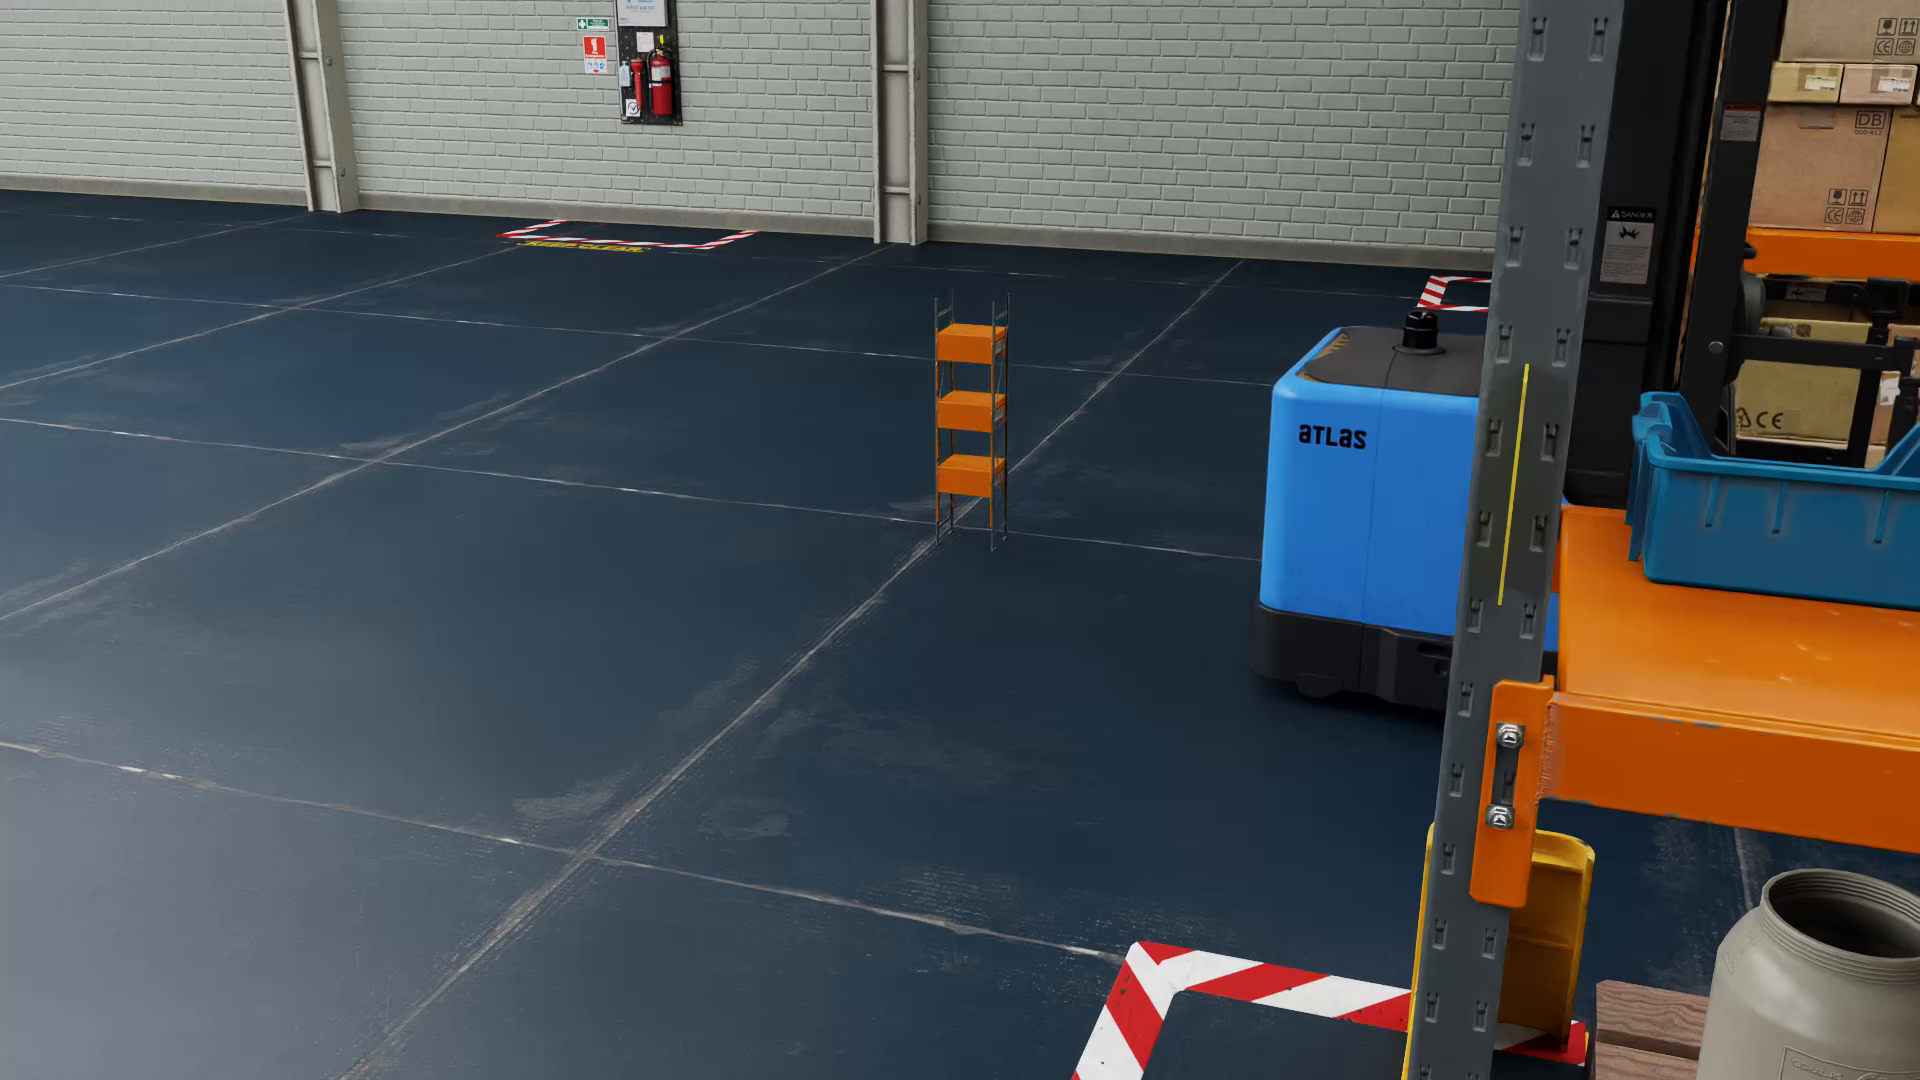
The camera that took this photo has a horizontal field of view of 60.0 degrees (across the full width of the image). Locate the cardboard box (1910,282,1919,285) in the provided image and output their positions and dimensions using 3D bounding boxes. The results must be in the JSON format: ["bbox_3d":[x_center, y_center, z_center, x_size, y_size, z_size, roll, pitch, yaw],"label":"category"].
[{"bbox_3d":[6.481,-1.804,11.359,0.250,0.149,0.380,5,20,14],"label":"cardboard box"}]

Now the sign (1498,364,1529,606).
[{"bbox_3d":[0.771,-0.076,2.316,0.005,0.325,0.100,7,20,18],"label":"sign"}]

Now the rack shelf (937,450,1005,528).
[{"bbox_3d":[0.051,-0.218,6.982,0.240,0.259,0.215,7,20,18],"label":"rack shelf"}]

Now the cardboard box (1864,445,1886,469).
[{"bbox_3d":[3.964,-0.321,6.980,0.500,0.250,0.500,7,20,18],"label":"cardboard box"}]

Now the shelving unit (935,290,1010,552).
[{"bbox_3d":[0.051,-0.490,6.887,0.252,1.050,0.215,7,20,18],"label":"shelving unit"}]

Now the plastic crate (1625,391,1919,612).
[{"bbox_3d":[1.526,-0.084,2.987,0.616,0.251,0.499,7,20,18],"label":"plastic crate"}]

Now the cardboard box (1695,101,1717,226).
[{"bbox_3d":[3.021,-1.648,7.096,0.500,0.500,0.700,7,20,18],"label":"cardboard box"}]

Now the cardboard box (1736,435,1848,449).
[{"bbox_3d":[3.491,-0.375,7.135,0.500,0.250,0.500,7,20,18],"label":"cardboard box"}]

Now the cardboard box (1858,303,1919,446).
[{"bbox_3d":[3.967,-0.679,6.867,0.500,0.500,0.500,7,20,18],"label":"cardboard box"}]

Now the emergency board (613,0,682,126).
[{"bbox_3d":[-2.838,-4.316,14.902,0.643,1.169,0.194,7,20,18],"label":"emergency board"}]

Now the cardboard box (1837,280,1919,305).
[{"bbox_3d":[4.138,-0.841,7.331,0.500,0.500,0.500,7,20,18],"label":"cardboard box"}]

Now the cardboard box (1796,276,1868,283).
[{"bbox_3d":[6.046,-1.964,11.284,0.500,0.500,0.700,5,20,15],"label":"cardboard box"}]

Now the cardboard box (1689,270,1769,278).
[{"bbox_3d":[5.369,-1.970,11.587,0.500,0.311,0.500,8,21,23],"label":"cardboard box"}]

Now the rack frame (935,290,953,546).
[{"bbox_3d":[-0.065,-0.503,6.925,0.008,1.050,0.200,7,20,18],"label":"rack frame"}]

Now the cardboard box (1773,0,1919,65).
[{"bbox_3d":[3.570,-2.200,6.707,0.500,0.500,0.700,6,20,17],"label":"cardboard box"}]

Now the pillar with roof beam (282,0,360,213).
[{"bbox_3d":[-7.597,-6.180,11.134,0.400,9.000,9.100,7,20,18],"label":"pillar with roof beam"}]

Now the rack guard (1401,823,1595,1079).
[{"bbox_3d":[1.042,1.058,3.281,0.348,0.500,1.175,7,20,18],"label":"rack guard"}]

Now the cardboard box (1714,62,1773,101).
[{"bbox_3d":[3.135,-1.872,6.752,0.250,0.149,0.380,6,20,17],"label":"cardboard box"}]

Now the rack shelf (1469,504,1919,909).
[{"bbox_3d":[2.844,0.440,2.350,4.000,0.370,1.077,7,20,18],"label":"rack shelf"}]

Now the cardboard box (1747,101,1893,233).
[{"bbox_3d":[3.519,-1.593,6.937,0.500,0.500,0.700,7,20,19],"label":"cardboard box"}]

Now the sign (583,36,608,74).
[{"bbox_3d":[-3.326,-4.425,15.159,0.234,0.329,0.001,7,20,18],"label":"sign"}]

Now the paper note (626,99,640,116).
[{"bbox_3d":[-2.983,-3.941,15.163,0.142,0.148,0.016,7,20,18],"label":"paper note"}]

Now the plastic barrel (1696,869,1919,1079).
[{"bbox_3d":[1.602,0.908,3.056,0.421,0.512,0.421,0,19,0],"label":"plastic barrel"}]

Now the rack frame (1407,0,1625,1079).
[{"bbox_3d":[0.955,-0.116,2.851,0.127,3.000,1.000,7,20,18],"label":"rack frame"}]

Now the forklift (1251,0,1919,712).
[{"bbox_3d":[2.550,-0.825,4.991,3.031,2.935,1.130,8,21,22],"label":"forklift"}]

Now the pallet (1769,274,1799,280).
[{"bbox_3d":[6.183,-1.640,11.460,1.213,0.211,1.003,7,20,18],"label":"pallet"}]

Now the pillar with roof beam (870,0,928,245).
[{"bbox_3d":[-1.929,-5.532,9.274,0.400,9.000,9.100,7,20,18],"label":"pillar with roof beam"}]

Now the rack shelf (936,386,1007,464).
[{"bbox_3d":[0.051,-0.480,6.890,0.240,0.259,0.215,7,20,18],"label":"rack shelf"}]

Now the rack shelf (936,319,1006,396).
[{"bbox_3d":[0.051,-0.748,6.797,0.240,0.259,0.215,7,20,18],"label":"rack shelf"}]

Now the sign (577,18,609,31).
[{"bbox_3d":[-3.325,-4.672,15.062,0.331,0.109,0.001,7,20,18],"label":"sign"}]

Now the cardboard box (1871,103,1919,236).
[{"bbox_3d":[3.986,-1.538,6.778,0.500,0.500,0.700,7,20,18],"label":"cardboard box"}]

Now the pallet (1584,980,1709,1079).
[{"bbox_3d":[1.808,1.284,3.072,1.213,0.211,1.003,7,20,18],"label":"pallet"}]

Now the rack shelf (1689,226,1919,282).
[{"bbox_3d":[4.474,-1.100,6.767,4.000,0.370,1.077,7,20,18],"label":"rack shelf"}]

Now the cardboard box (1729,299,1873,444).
[{"bbox_3d":[3.491,-0.729,7.010,0.500,0.500,0.500,7,20,18],"label":"cardboard box"}]

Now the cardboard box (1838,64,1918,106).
[{"bbox_3d":[3.607,-1.817,6.593,0.250,0.149,0.380,6,20,17],"label":"cardboard box"}]

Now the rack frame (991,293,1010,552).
[{"bbox_3d":[0.166,-0.477,6.849,0.008,1.050,0.200,7,20,18],"label":"rack frame"}]

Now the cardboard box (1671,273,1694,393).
[{"bbox_3d":[3.189,-0.944,7.627,0.500,0.500,0.500,7,20,18],"label":"cardboard box"}]

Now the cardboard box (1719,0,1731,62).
[{"bbox_3d":[3.071,-2.255,6.866,0.500,0.500,0.700,7,20,18],"label":"cardboard box"}]

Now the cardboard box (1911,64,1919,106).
[{"bbox_3d":[3.860,-1.789,6.513,0.250,0.149,0.380,6,20,16],"label":"cardboard box"}]

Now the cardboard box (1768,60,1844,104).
[{"bbox_3d":[3.370,-1.845,6.673,0.250,0.149,0.380,7,20,18],"label":"cardboard box"}]
